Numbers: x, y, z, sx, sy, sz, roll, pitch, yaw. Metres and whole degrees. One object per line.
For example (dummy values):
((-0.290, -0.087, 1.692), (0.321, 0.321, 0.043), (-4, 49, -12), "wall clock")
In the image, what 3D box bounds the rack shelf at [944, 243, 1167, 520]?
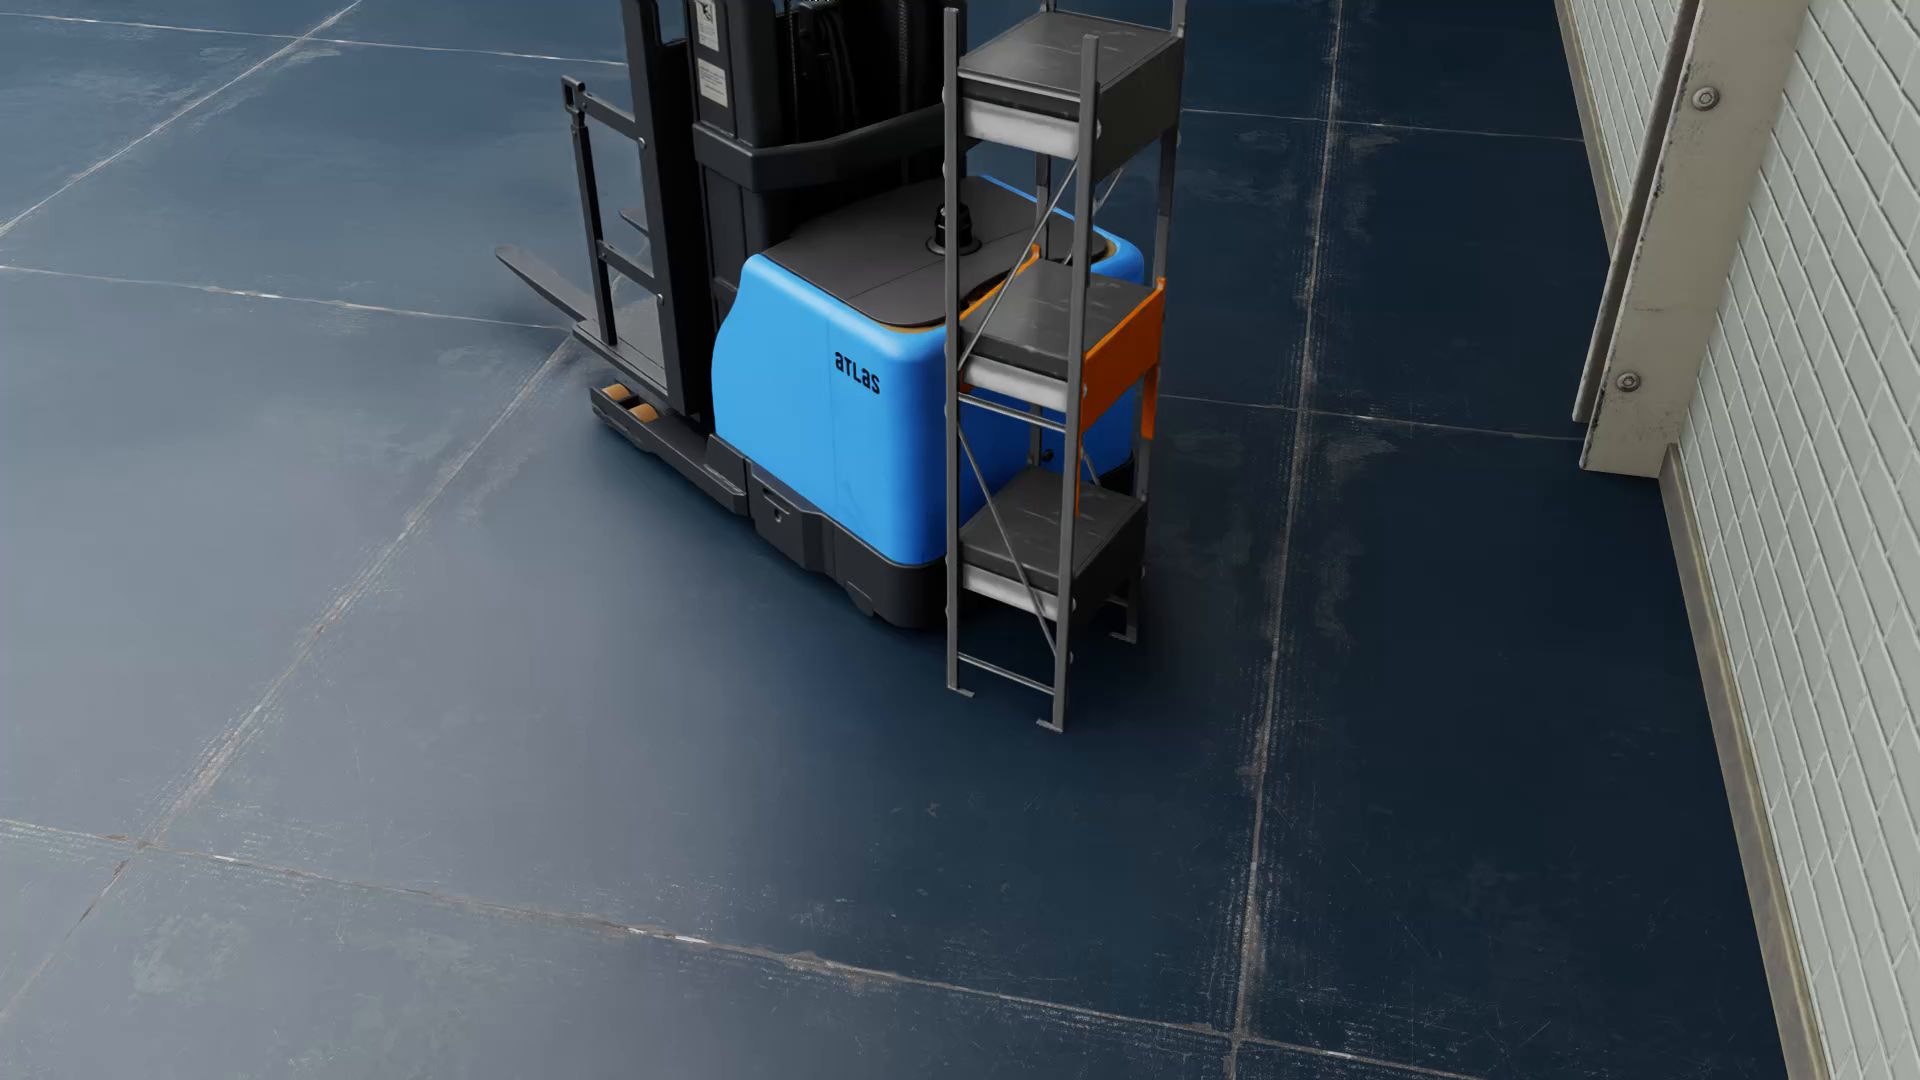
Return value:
((0.263, -0.446, 4.600), (0.431, 0.518, 0.480), (19, 40, 25), "rack shelf")

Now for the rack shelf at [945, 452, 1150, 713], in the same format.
((0.263, 0.120, 5.011), (0.431, 0.518, 0.480), (19, 40, 25), "rack shelf")

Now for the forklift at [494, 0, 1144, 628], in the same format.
((-0.747, -1.698, 5.595), (1.130, 2.935, 3.031), (-27, 44, -32), "forklift")

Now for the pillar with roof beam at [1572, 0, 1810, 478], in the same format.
((-1.732, -4.538, 4.343), (9.100, 9.000, 0.400), (7, 37, 10), "pillar with roof beam")

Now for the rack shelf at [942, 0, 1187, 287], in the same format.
((0.263, -1.013, 4.189), (0.431, 0.518, 0.480), (19, 40, 25), "rack shelf")

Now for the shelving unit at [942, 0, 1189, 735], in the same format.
((0.263, -0.457, 4.592), (0.431, 2.100, 0.503), (19, 40, 25), "shelving unit")

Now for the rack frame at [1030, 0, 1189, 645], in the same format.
((0.389, -0.580, 4.761), (0.400, 2.100, 0.015), (19, 40, 25), "rack frame")

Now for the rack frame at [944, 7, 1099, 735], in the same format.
((0.137, -0.335, 4.422), (0.400, 2.100, 0.015), (19, 40, 25), "rack frame")
